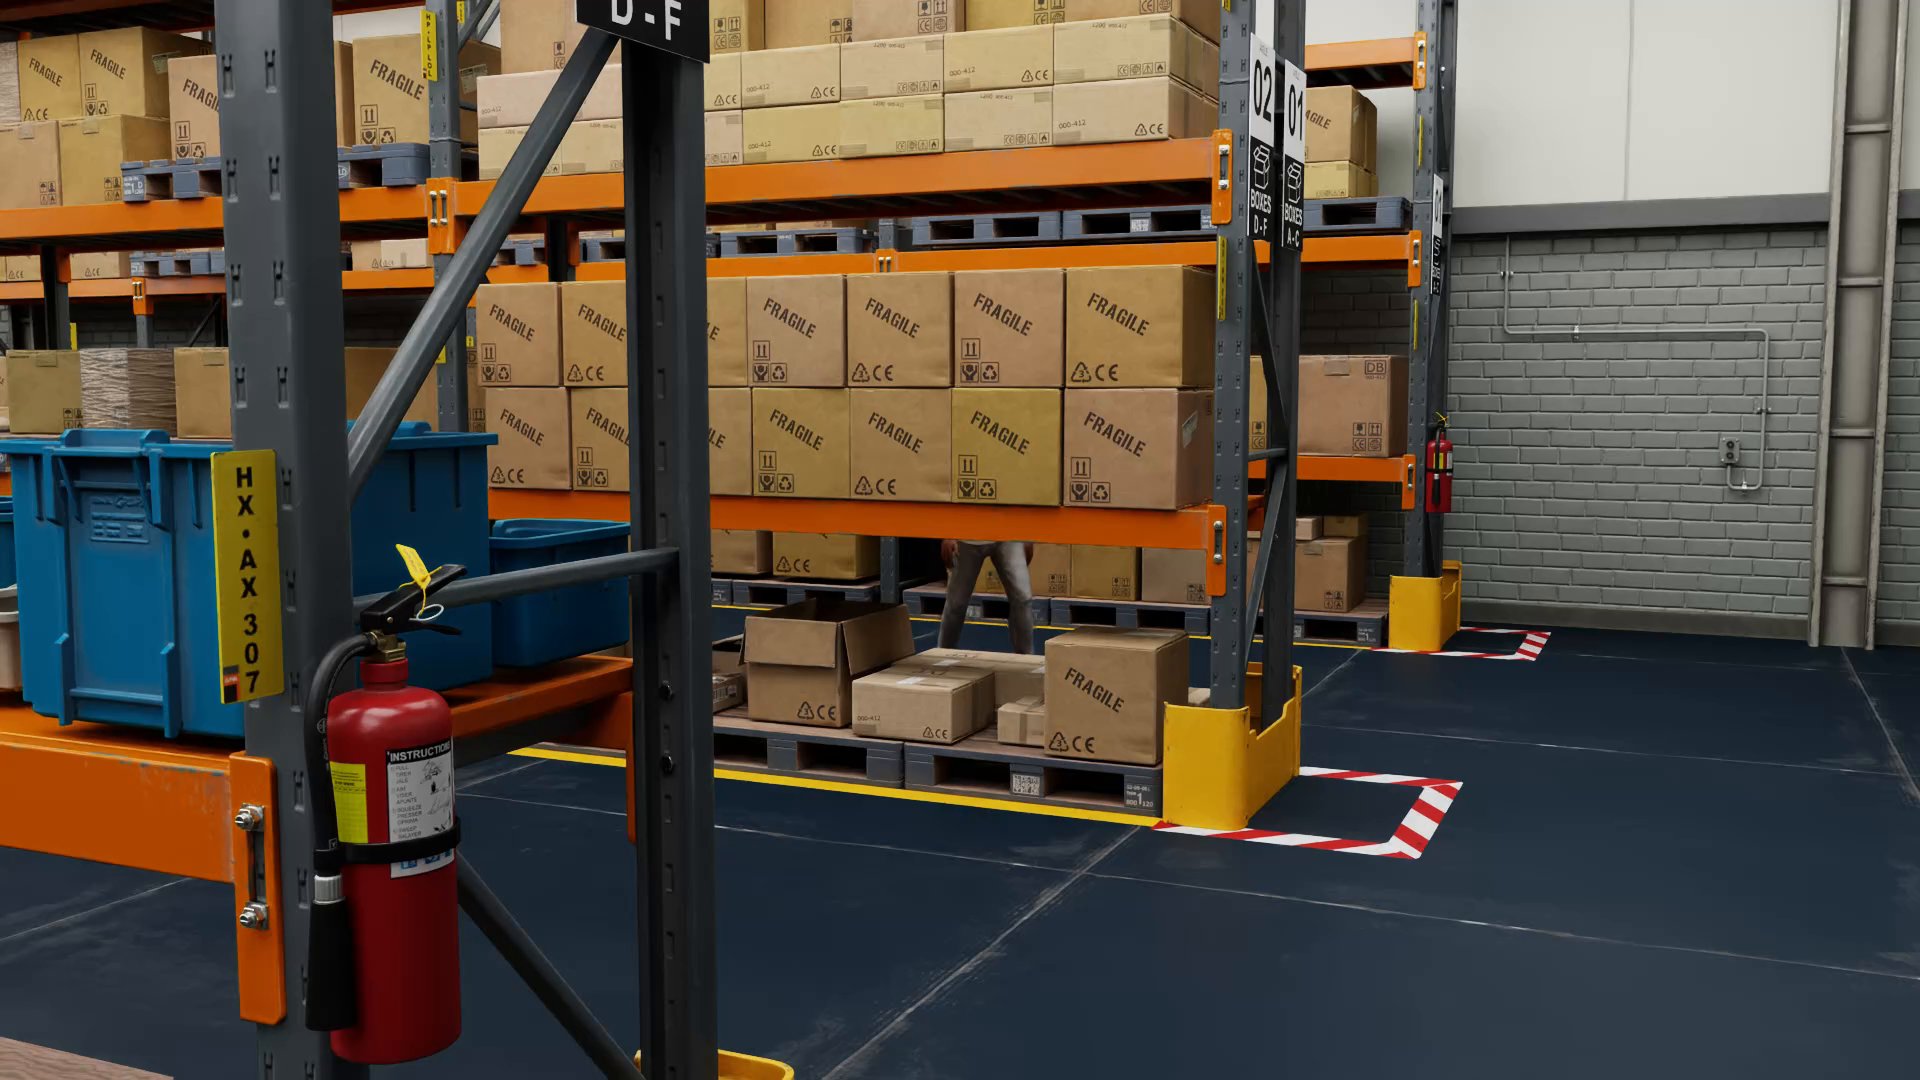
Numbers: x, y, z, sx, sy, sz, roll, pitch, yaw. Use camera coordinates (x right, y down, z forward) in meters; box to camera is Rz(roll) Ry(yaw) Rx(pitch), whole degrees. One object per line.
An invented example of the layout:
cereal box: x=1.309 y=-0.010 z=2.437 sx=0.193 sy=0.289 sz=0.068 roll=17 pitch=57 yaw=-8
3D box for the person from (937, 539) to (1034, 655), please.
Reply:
person: x=0.144 y=-0.013 z=10.103 sx=0.668 sy=1.732 sz=0.788 roll=-1 pitch=6 yaw=-9
